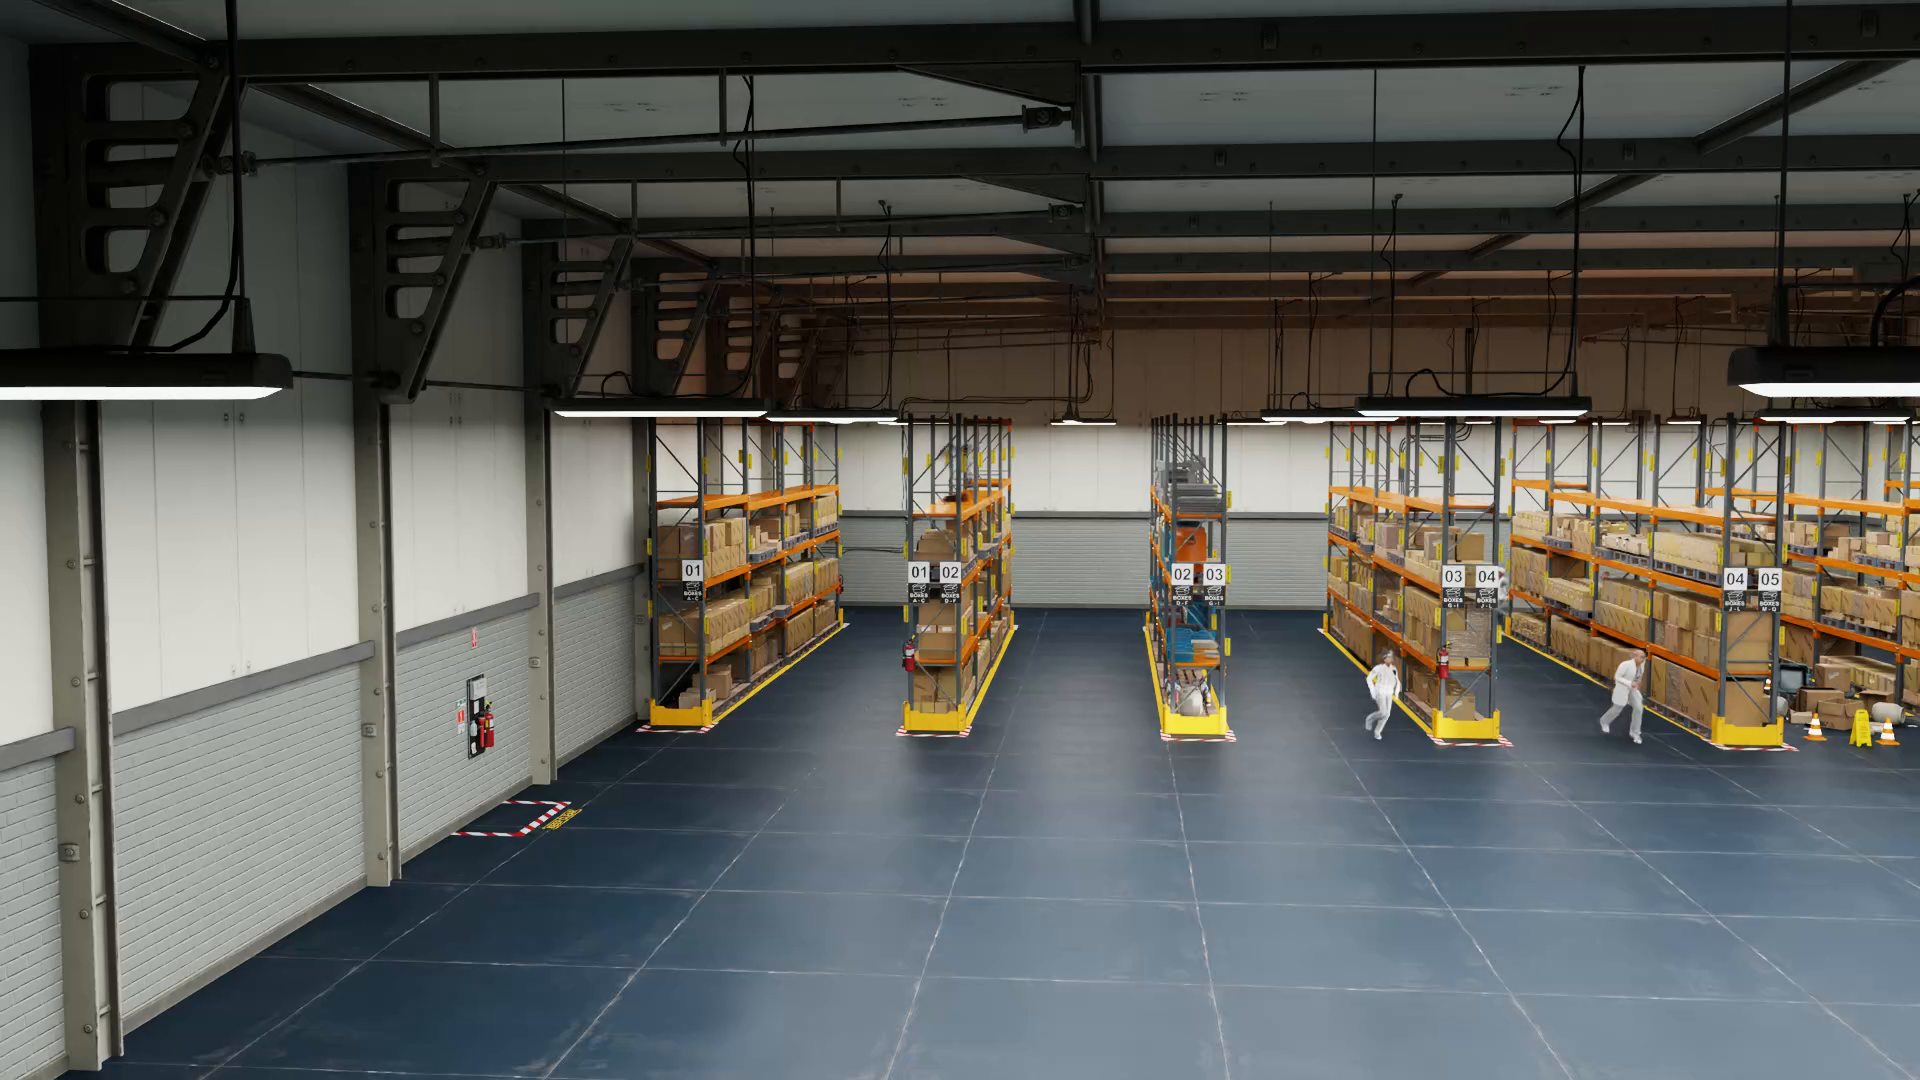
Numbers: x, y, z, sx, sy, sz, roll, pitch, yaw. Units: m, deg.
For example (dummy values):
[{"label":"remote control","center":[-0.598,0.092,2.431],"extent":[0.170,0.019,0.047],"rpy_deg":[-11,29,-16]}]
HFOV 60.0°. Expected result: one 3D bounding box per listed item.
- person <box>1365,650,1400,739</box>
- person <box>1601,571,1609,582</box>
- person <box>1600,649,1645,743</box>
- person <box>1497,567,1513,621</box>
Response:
[{"label":"person","center":[7.862,2.843,30.751],"extent":[0.649,1.618,0.515],"rpy_deg":[-1,4,-16]},{"label":"person","center":[18.392,1.657,47.246],"extent":[0.726,1.568,0.621],"rpy_deg":[0,4,0]},{"label":"person","center":[12.226,2.837,30.673],"extent":[0.753,1.745,1.055],"rpy_deg":[-2,4,-23]},{"label":"person","center":[15.244,1.644,47.149],"extent":[1.022,1.749,0.714],"rpy_deg":[0,4,-3]}]
